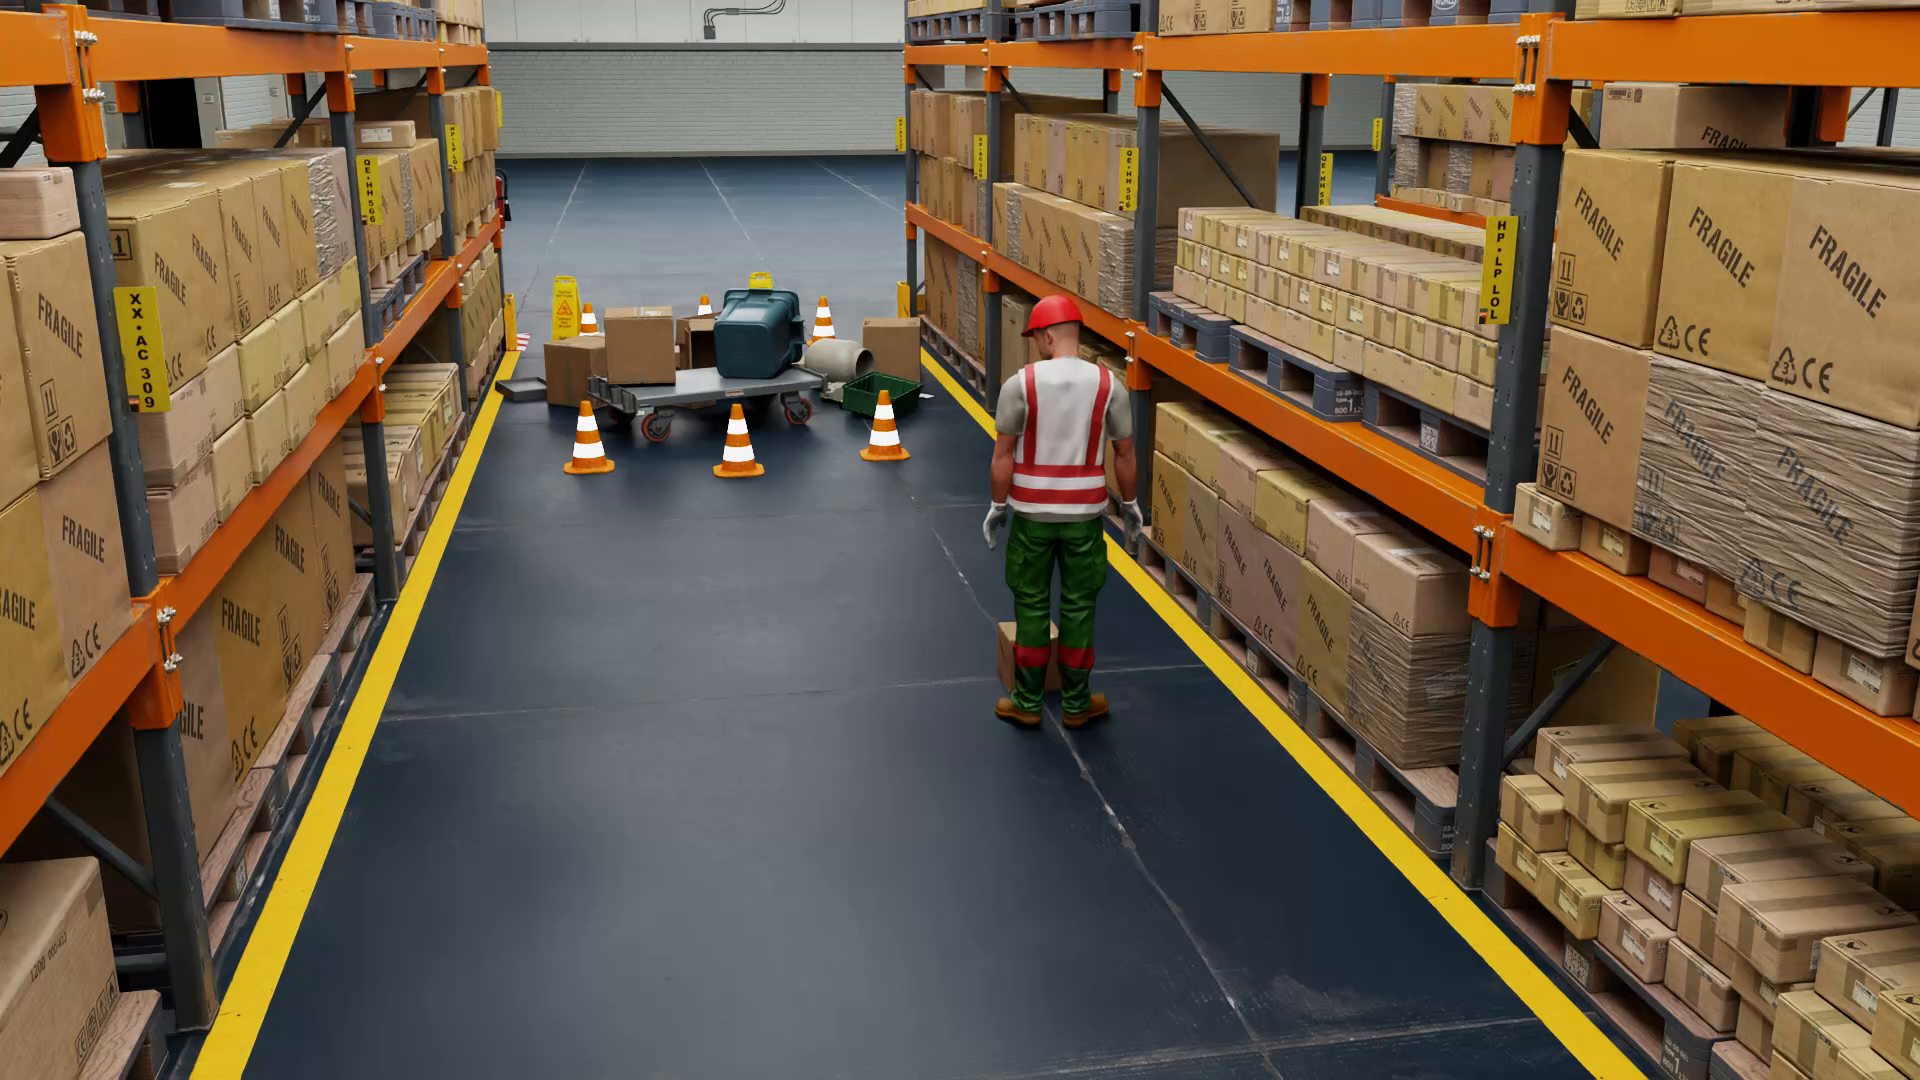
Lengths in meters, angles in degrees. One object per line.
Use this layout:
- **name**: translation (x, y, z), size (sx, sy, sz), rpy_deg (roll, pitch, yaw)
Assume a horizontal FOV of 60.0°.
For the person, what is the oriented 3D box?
- **person**: translation (0.426, -0.096, 6.806), size (0.658, 1.793, 0.386), rpy_deg (0, 16, 1)
